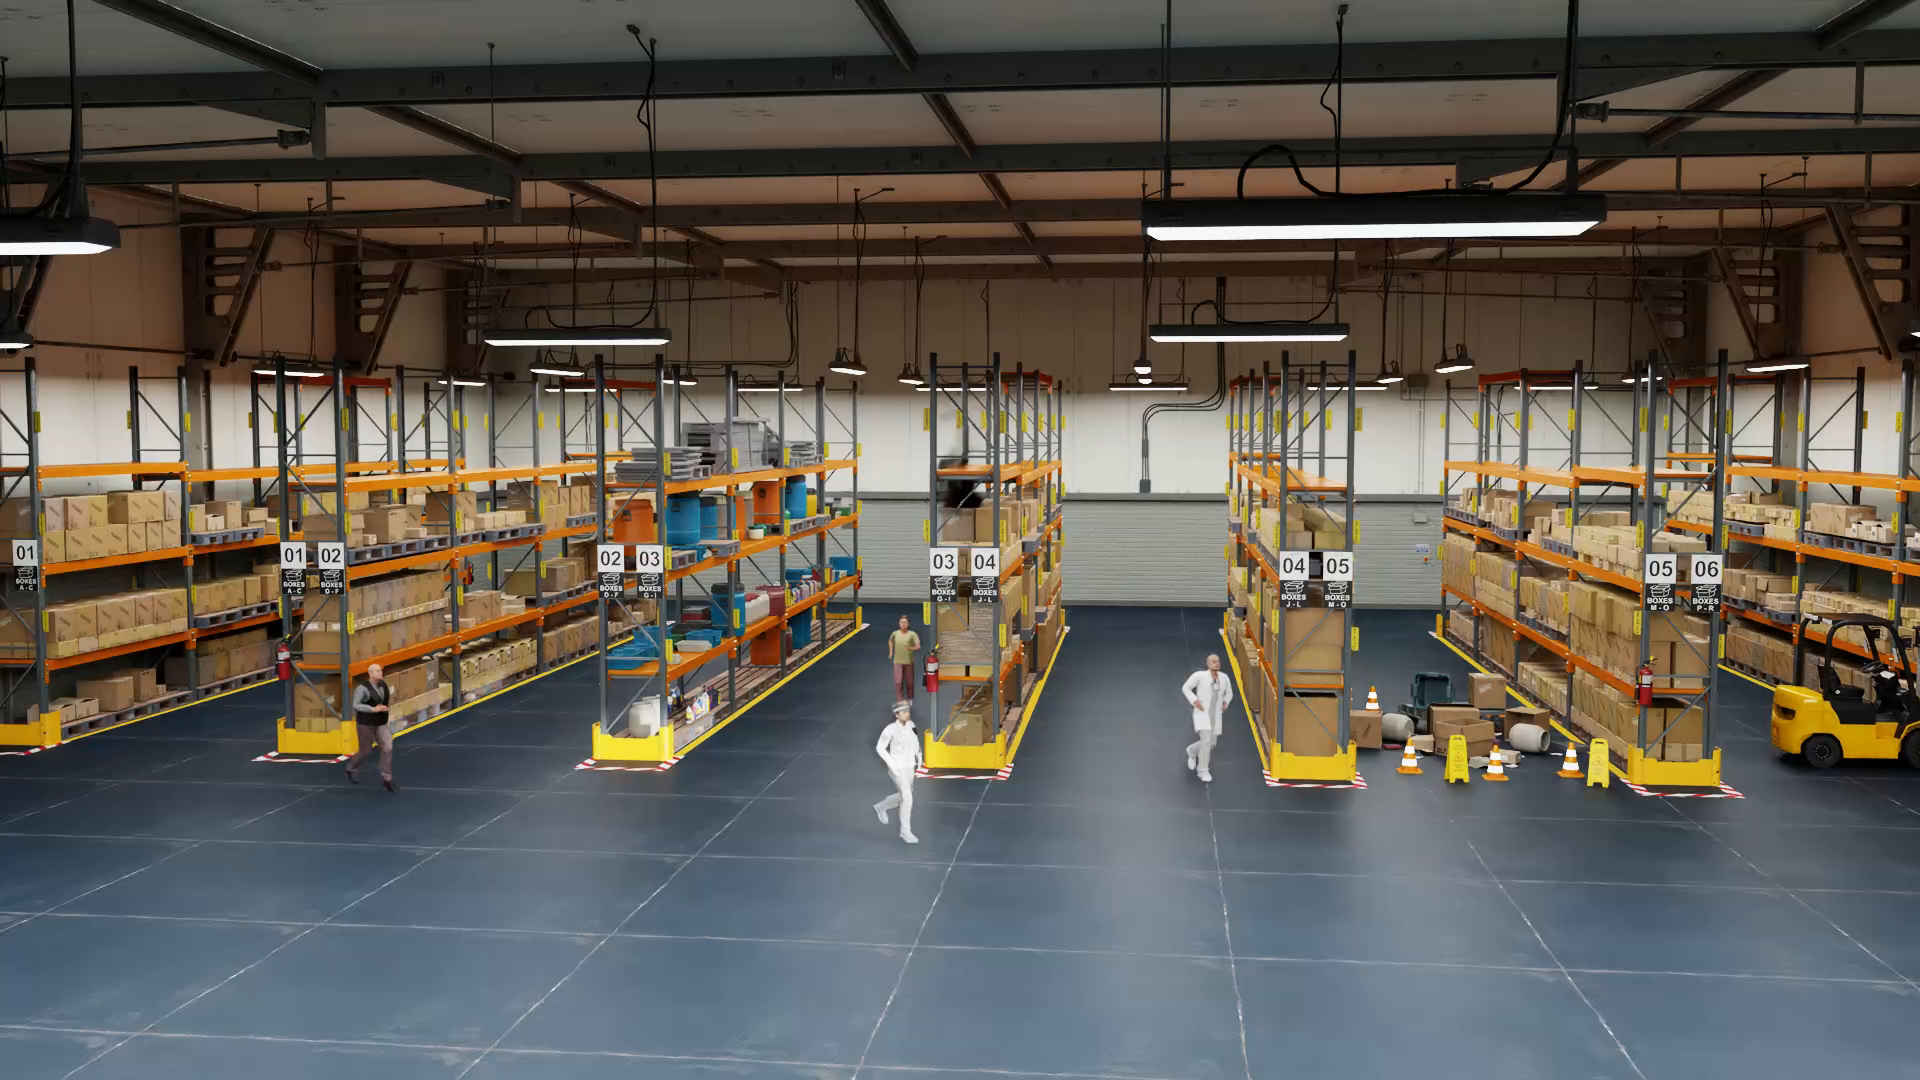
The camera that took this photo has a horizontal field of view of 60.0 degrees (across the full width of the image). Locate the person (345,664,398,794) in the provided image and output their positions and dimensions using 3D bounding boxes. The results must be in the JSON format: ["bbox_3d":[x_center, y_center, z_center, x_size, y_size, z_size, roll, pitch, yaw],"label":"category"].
[{"bbox_3d":[-8.015,2.546,22.639,0.983,1.751,0.674,2,5,30],"label":"person"}]

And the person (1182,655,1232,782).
[{"bbox_3d":[3.510,2.531,23.573,0.754,1.672,0.810,-1,4,-17],"label":"person"}]

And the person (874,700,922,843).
[{"bbox_3d":[-0.764,2.749,20.067,0.753,1.705,0.618,4,5,42],"label":"person"}]

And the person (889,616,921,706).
[{"bbox_3d":[-0.957,2.122,28.576,0.574,1.655,0.969,0,4,3],"label":"person"}]
